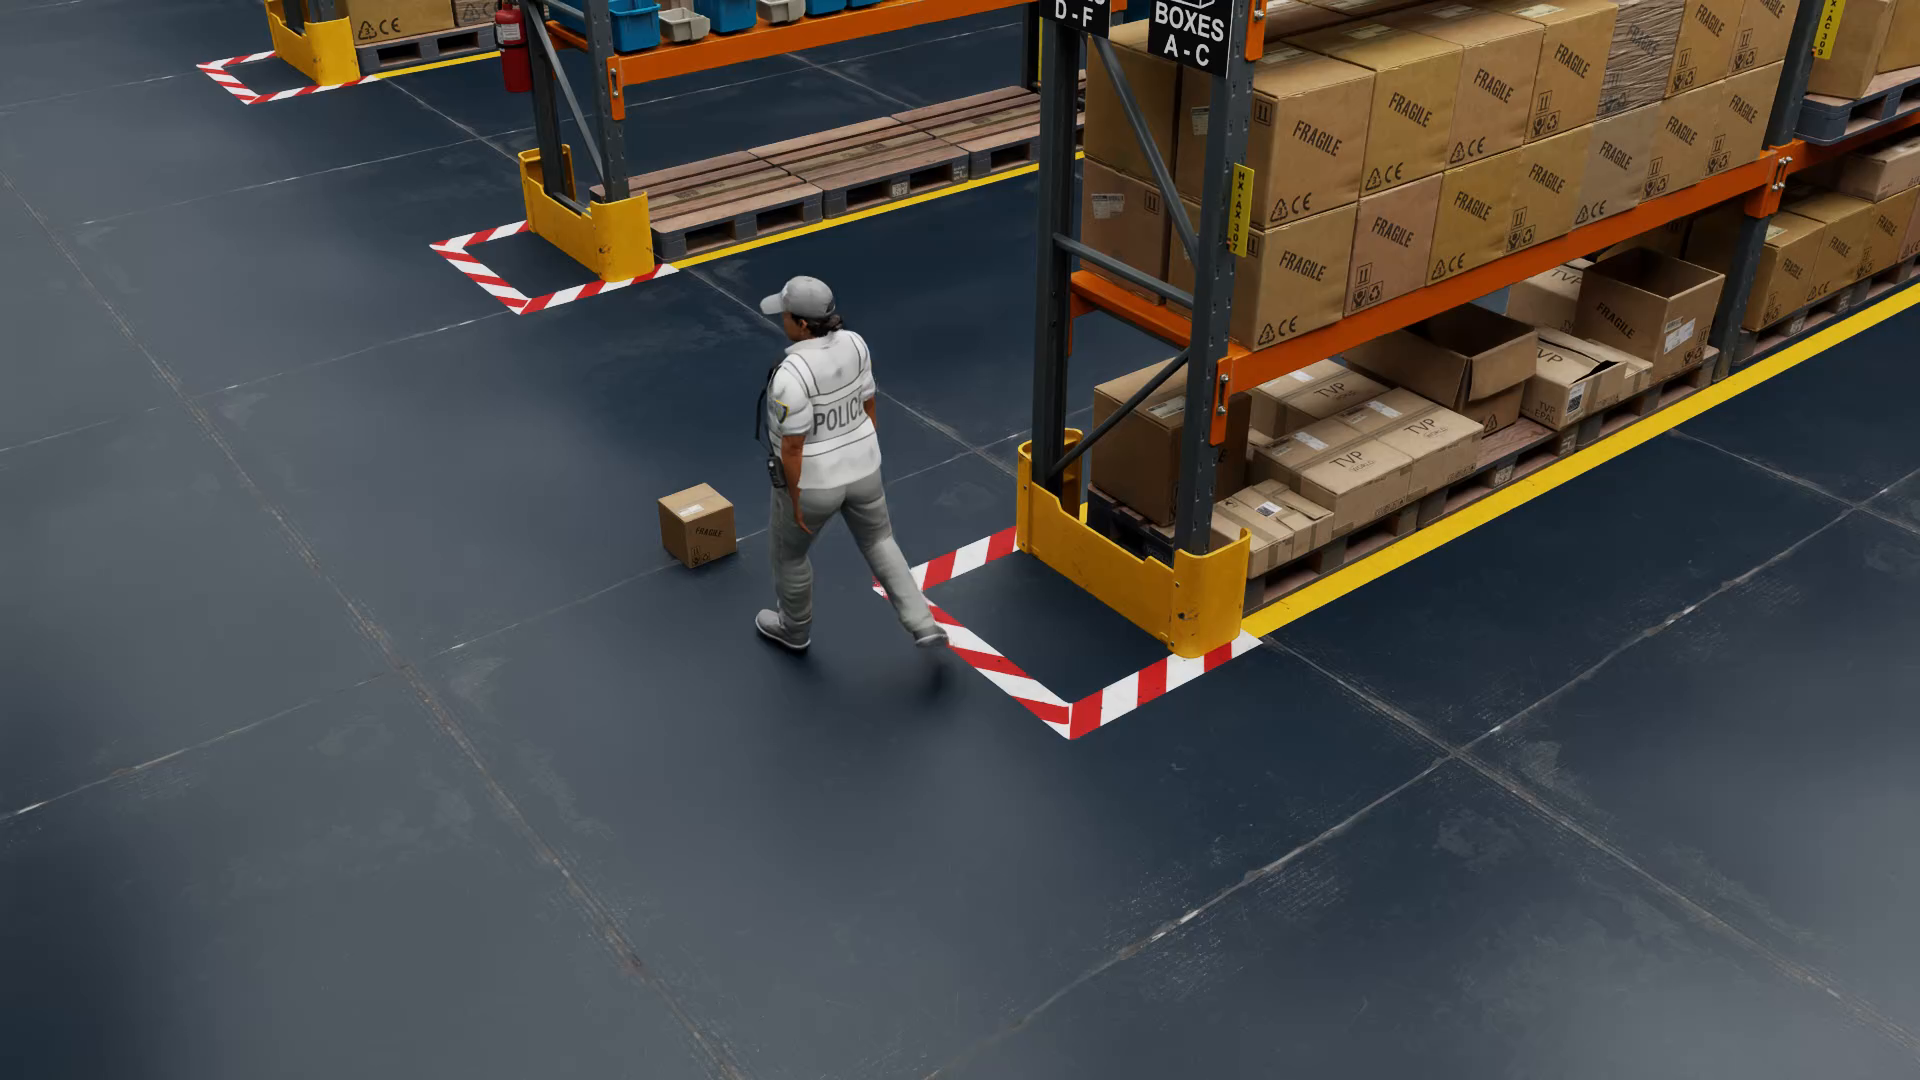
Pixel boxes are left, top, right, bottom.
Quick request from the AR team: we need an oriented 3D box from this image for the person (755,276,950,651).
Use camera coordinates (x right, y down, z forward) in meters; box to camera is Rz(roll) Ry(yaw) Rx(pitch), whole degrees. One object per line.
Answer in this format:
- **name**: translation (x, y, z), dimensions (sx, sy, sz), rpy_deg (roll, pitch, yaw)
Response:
- **person**: translation (-0.457, -0.242, 6.499), dimensions (0.545, 1.642, 0.839), rpy_deg (-26, 41, -35)
